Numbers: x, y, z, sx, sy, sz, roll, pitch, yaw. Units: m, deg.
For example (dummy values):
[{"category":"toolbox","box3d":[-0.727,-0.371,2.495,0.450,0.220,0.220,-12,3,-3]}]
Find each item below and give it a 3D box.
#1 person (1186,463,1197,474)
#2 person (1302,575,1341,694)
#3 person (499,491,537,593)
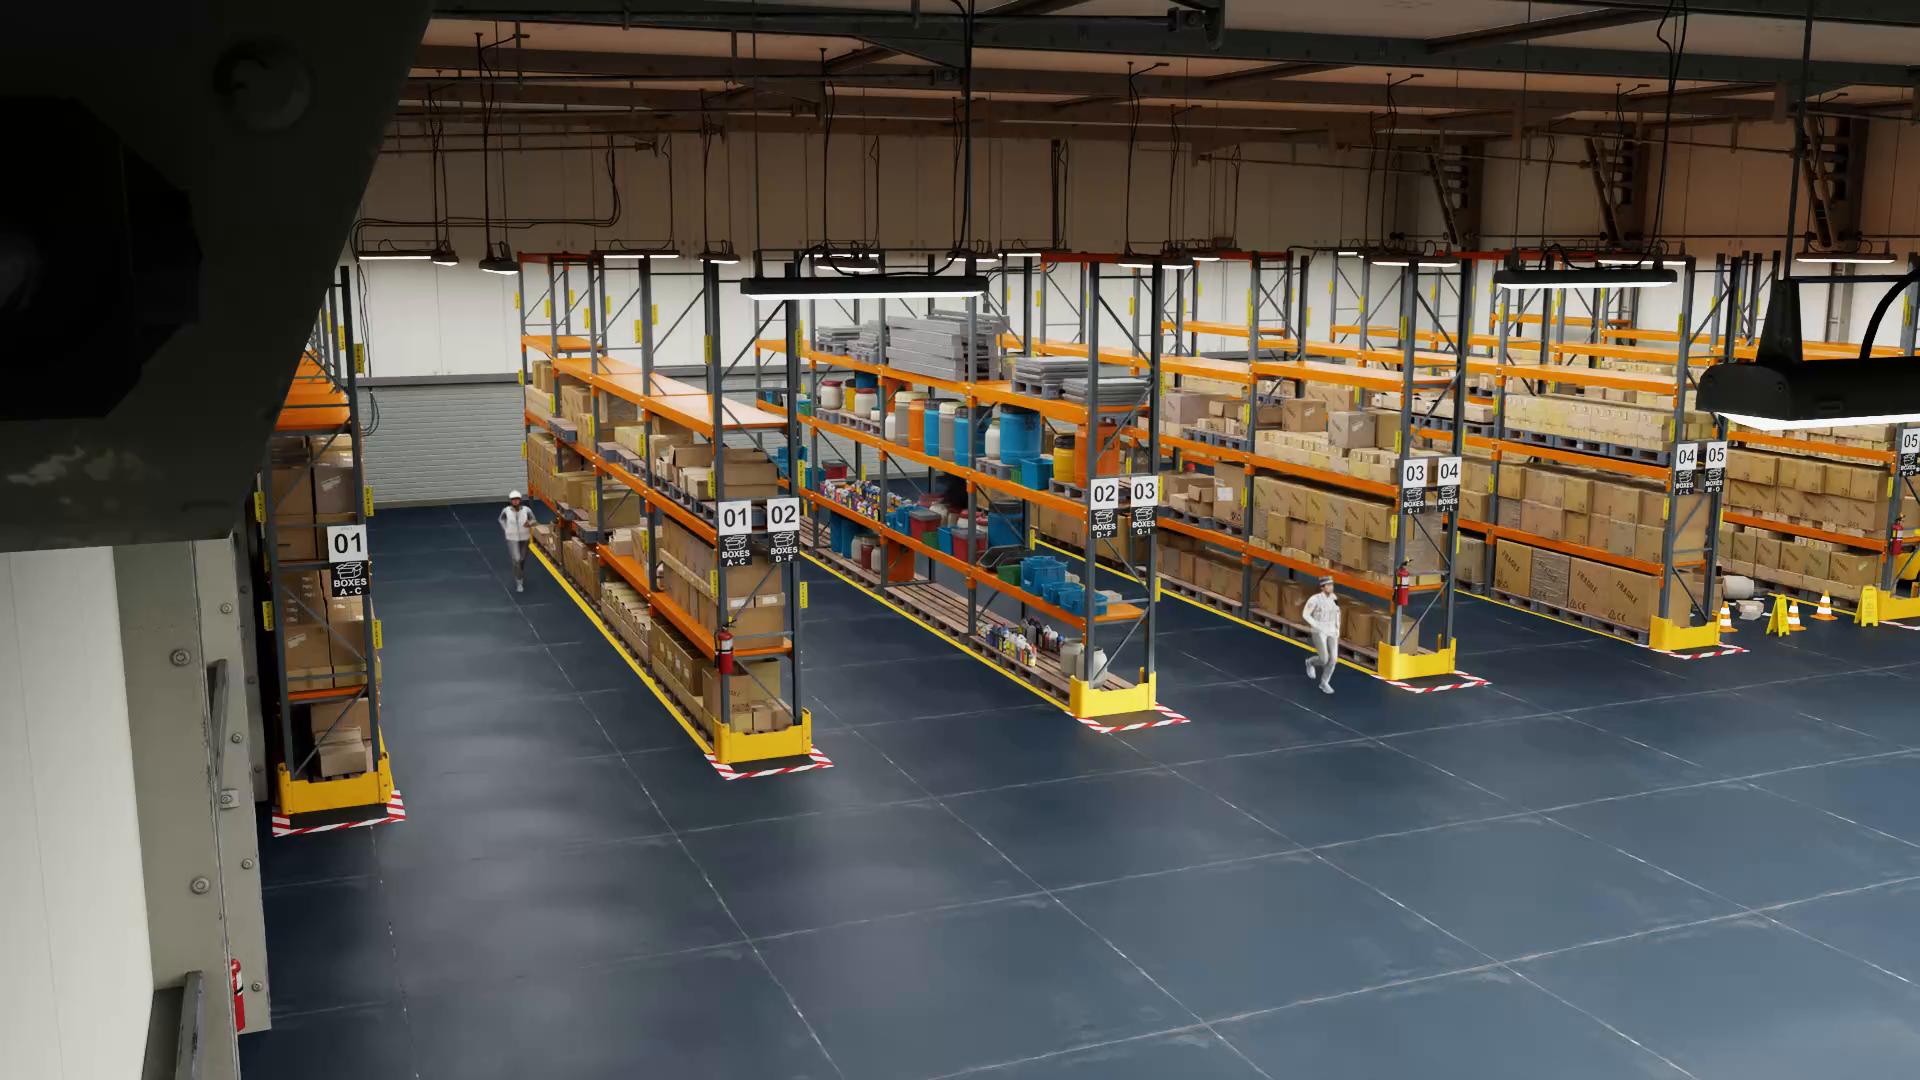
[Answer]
[{"category":"person","box3d":[4.647,-0.625,33.488,0.630,1.843,0.735,-5,11,-23]},{"category":"person","box3d":[5.119,1.301,23.402,0.653,1.672,0.550,-4,11,-22]},{"category":"person","box3d":[-7.982,-0.004,30.131,0.638,1.811,0.877,-5,11,-24]}]
